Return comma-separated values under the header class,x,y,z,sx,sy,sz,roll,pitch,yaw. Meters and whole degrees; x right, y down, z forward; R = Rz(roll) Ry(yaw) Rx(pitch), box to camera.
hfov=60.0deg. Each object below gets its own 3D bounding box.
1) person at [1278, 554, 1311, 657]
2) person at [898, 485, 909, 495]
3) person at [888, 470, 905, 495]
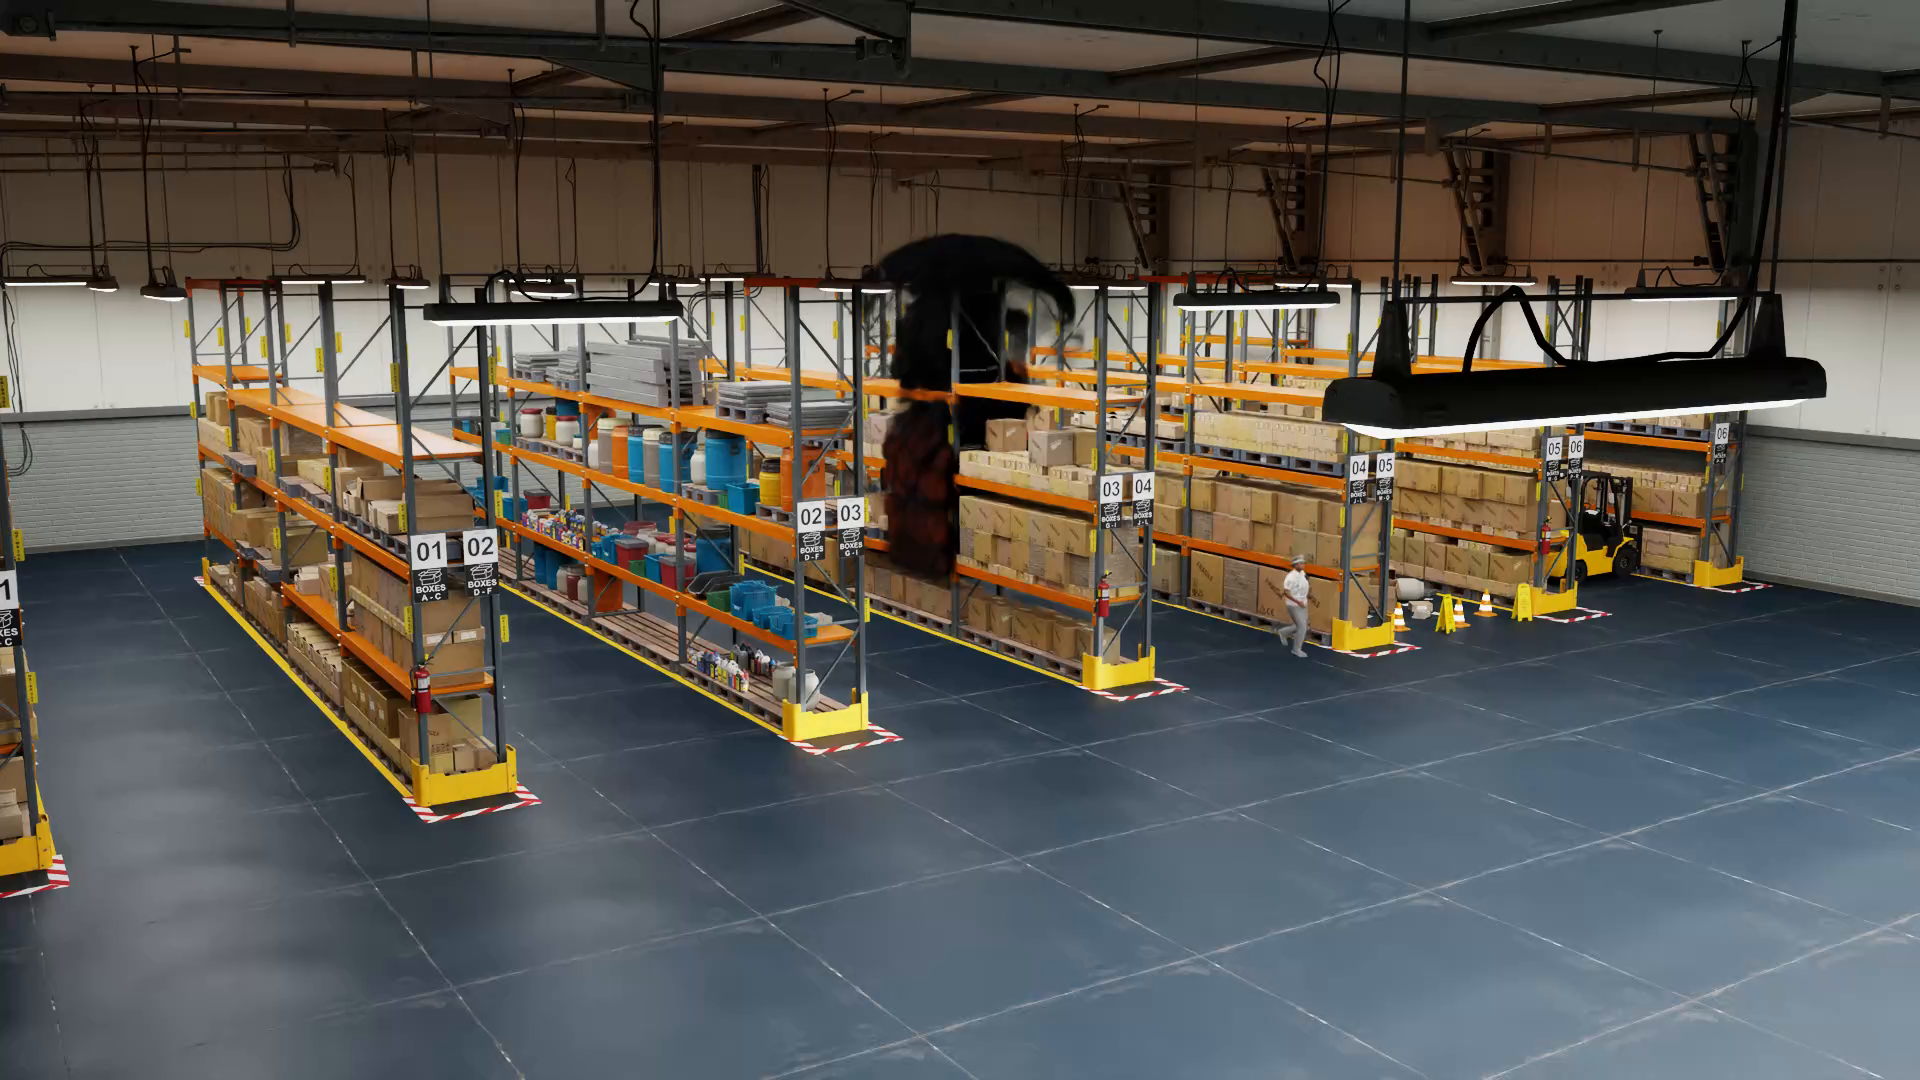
class,x,y,z,sx,sy,sz,roll,pitch,yaw
person,5.390,1.034,26.904,0.595,1.662,0.598,8,12,40
person,-1.140,-0.209,33.993,0.644,1.852,0.724,-6,11,-33
person,-1.465,-0.736,37.069,0.731,1.836,0.946,-5,11,-28
